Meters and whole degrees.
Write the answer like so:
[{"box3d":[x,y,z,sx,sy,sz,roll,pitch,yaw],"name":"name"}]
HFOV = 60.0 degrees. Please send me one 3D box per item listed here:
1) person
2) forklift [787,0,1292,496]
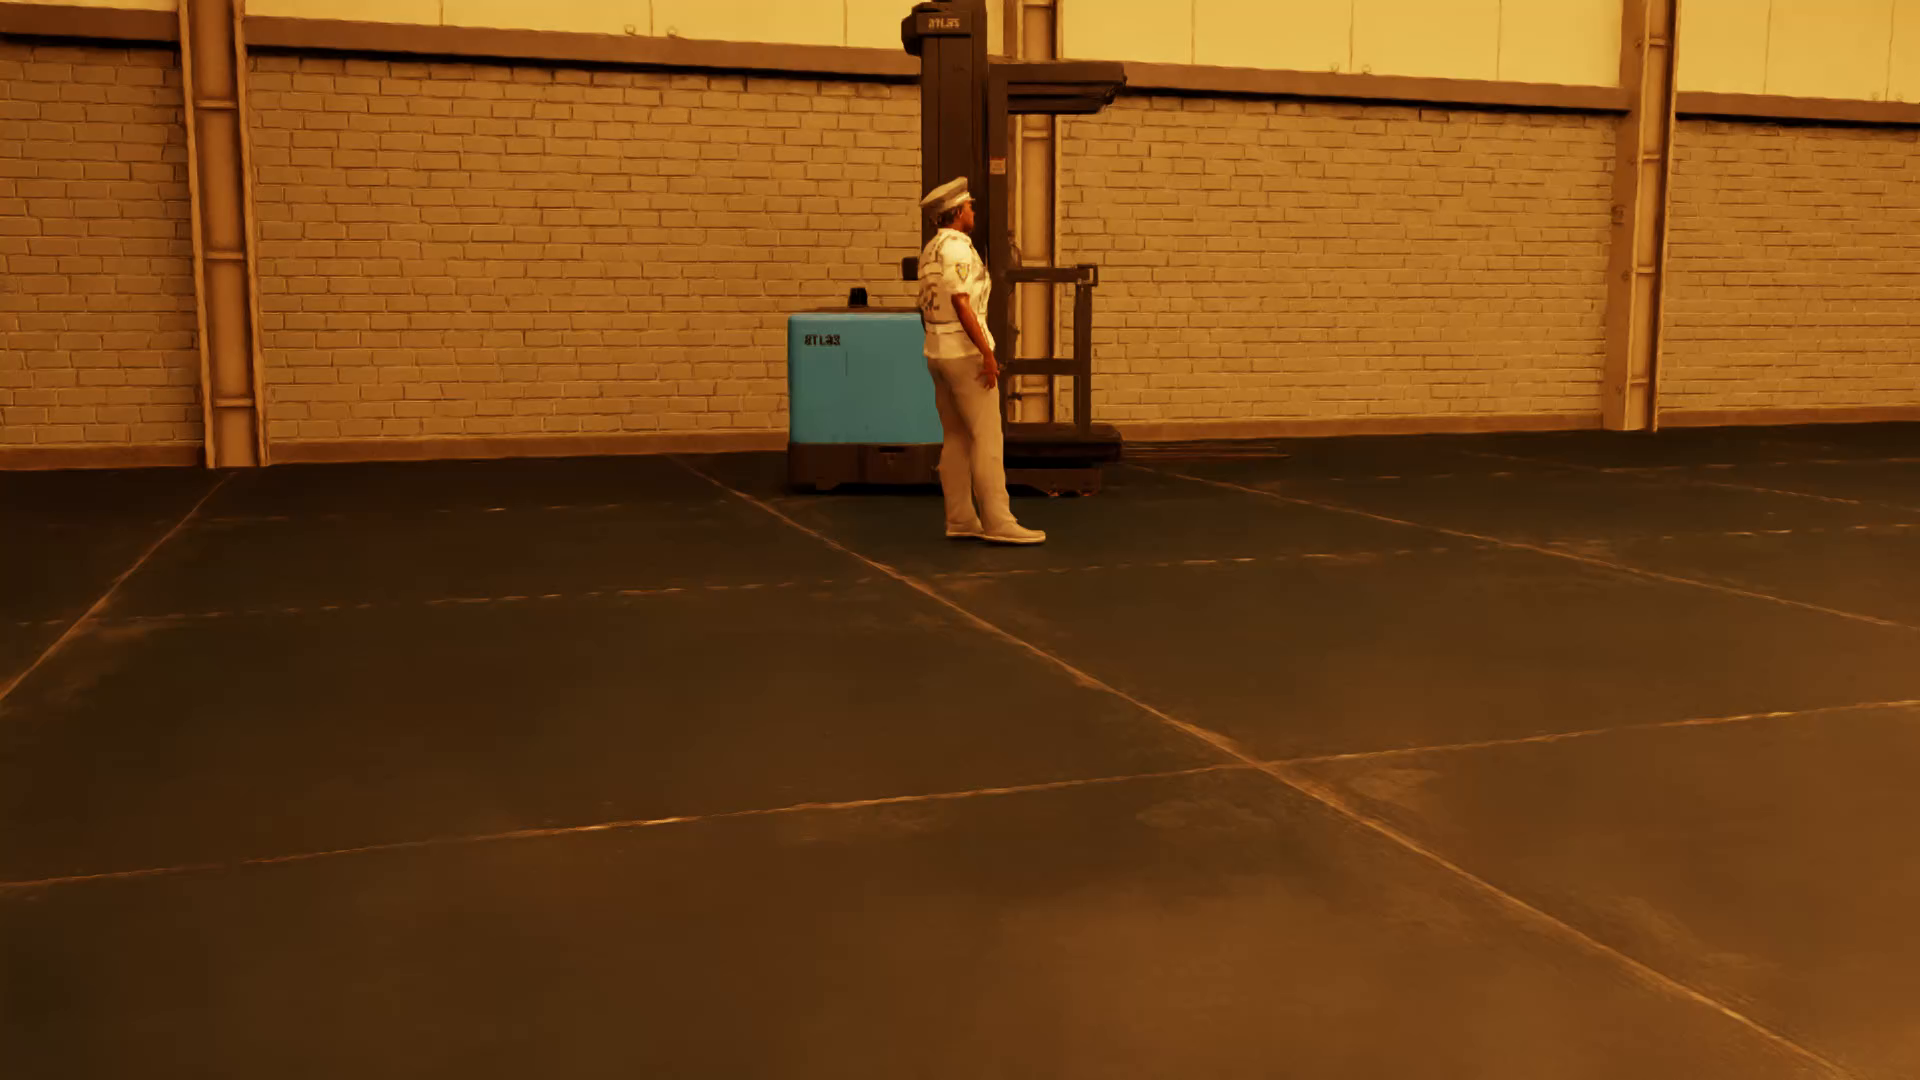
[{"box3d":[0.077,-0.848,7.814,0.529,1.695,0.570,-3,8,-18],"name":"person"},{"box3d":[0.489,-1.785,10.171,3.031,2.935,1.130,0,8,1],"name":"forklift"}]
